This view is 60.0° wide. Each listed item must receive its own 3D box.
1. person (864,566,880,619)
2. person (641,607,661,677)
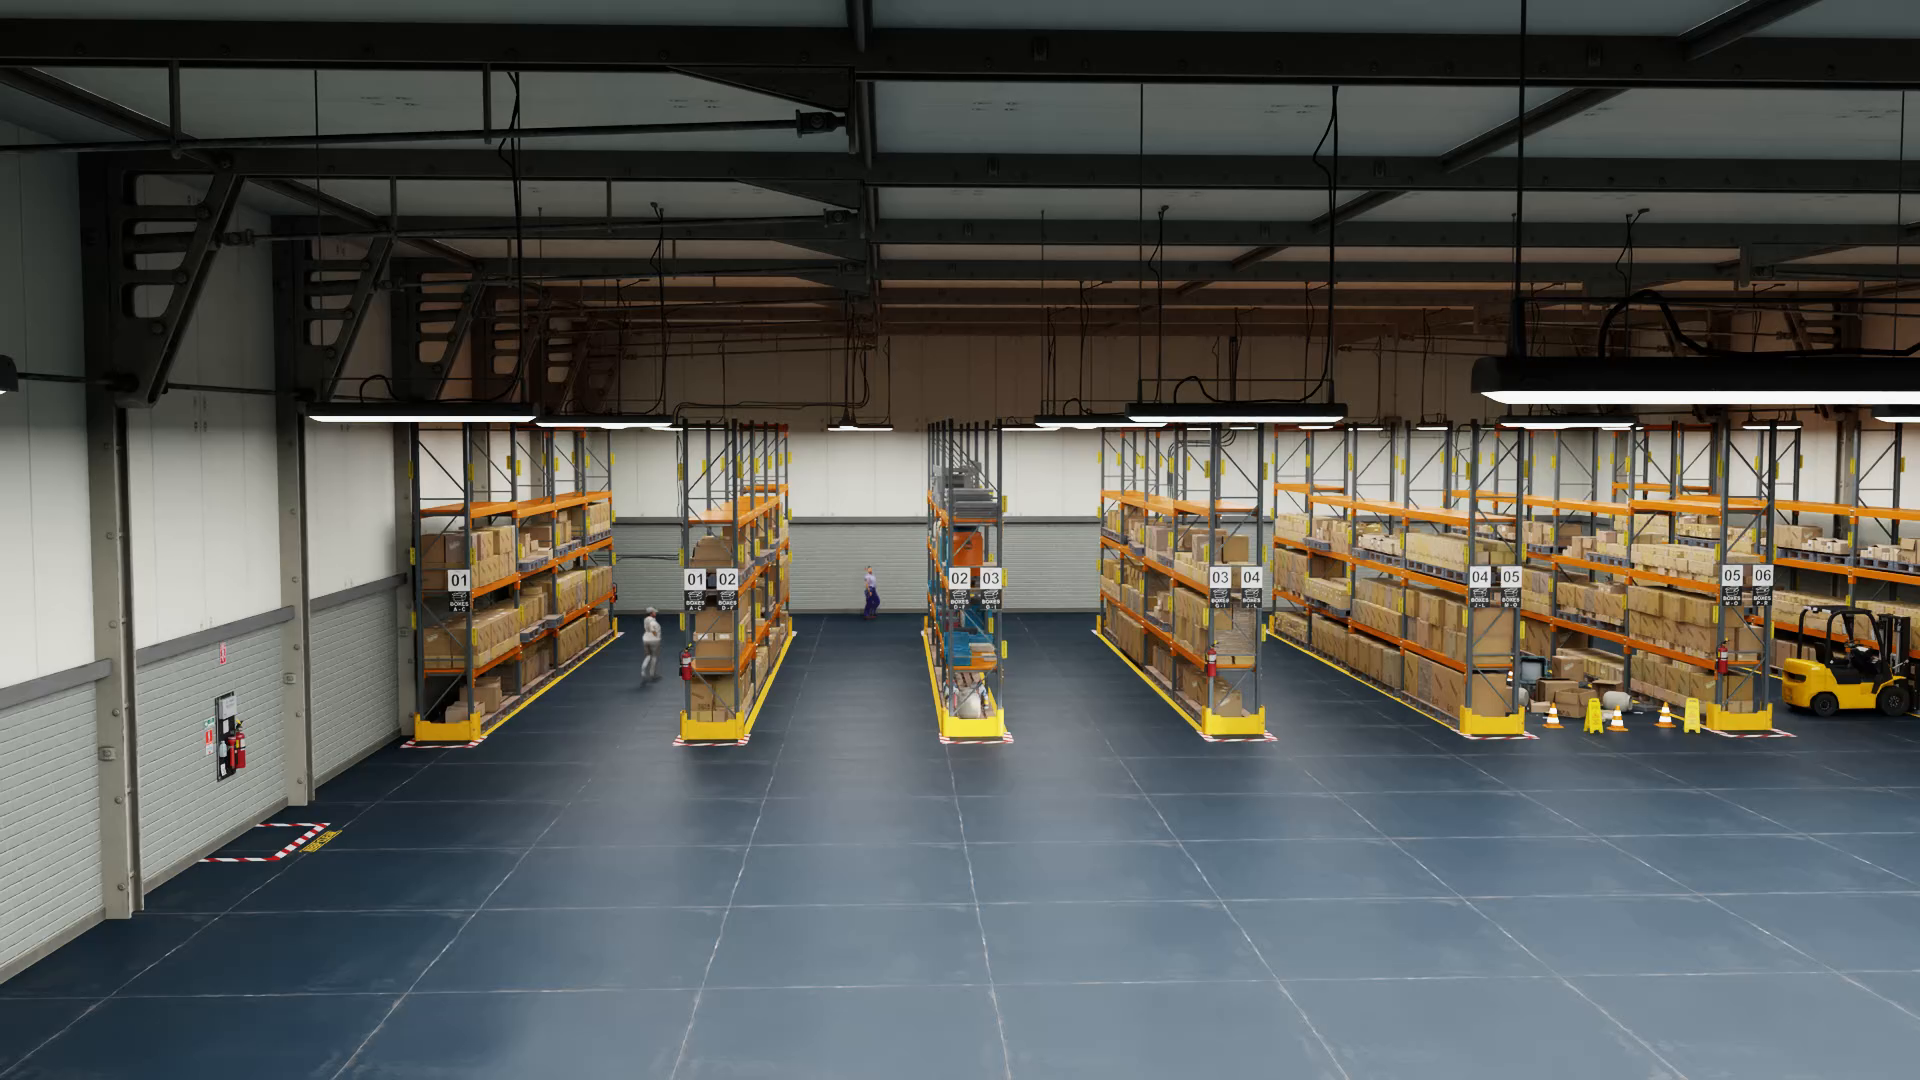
[{"bbox_3d":[-2.722,1.638,51.200,0.502,1.658,0.569,0,4,6],"label":"person"},{"bbox_3d":[-7.208,2.390,38.916,0.492,1.658,0.481,2,4,34],"label":"person"}]
